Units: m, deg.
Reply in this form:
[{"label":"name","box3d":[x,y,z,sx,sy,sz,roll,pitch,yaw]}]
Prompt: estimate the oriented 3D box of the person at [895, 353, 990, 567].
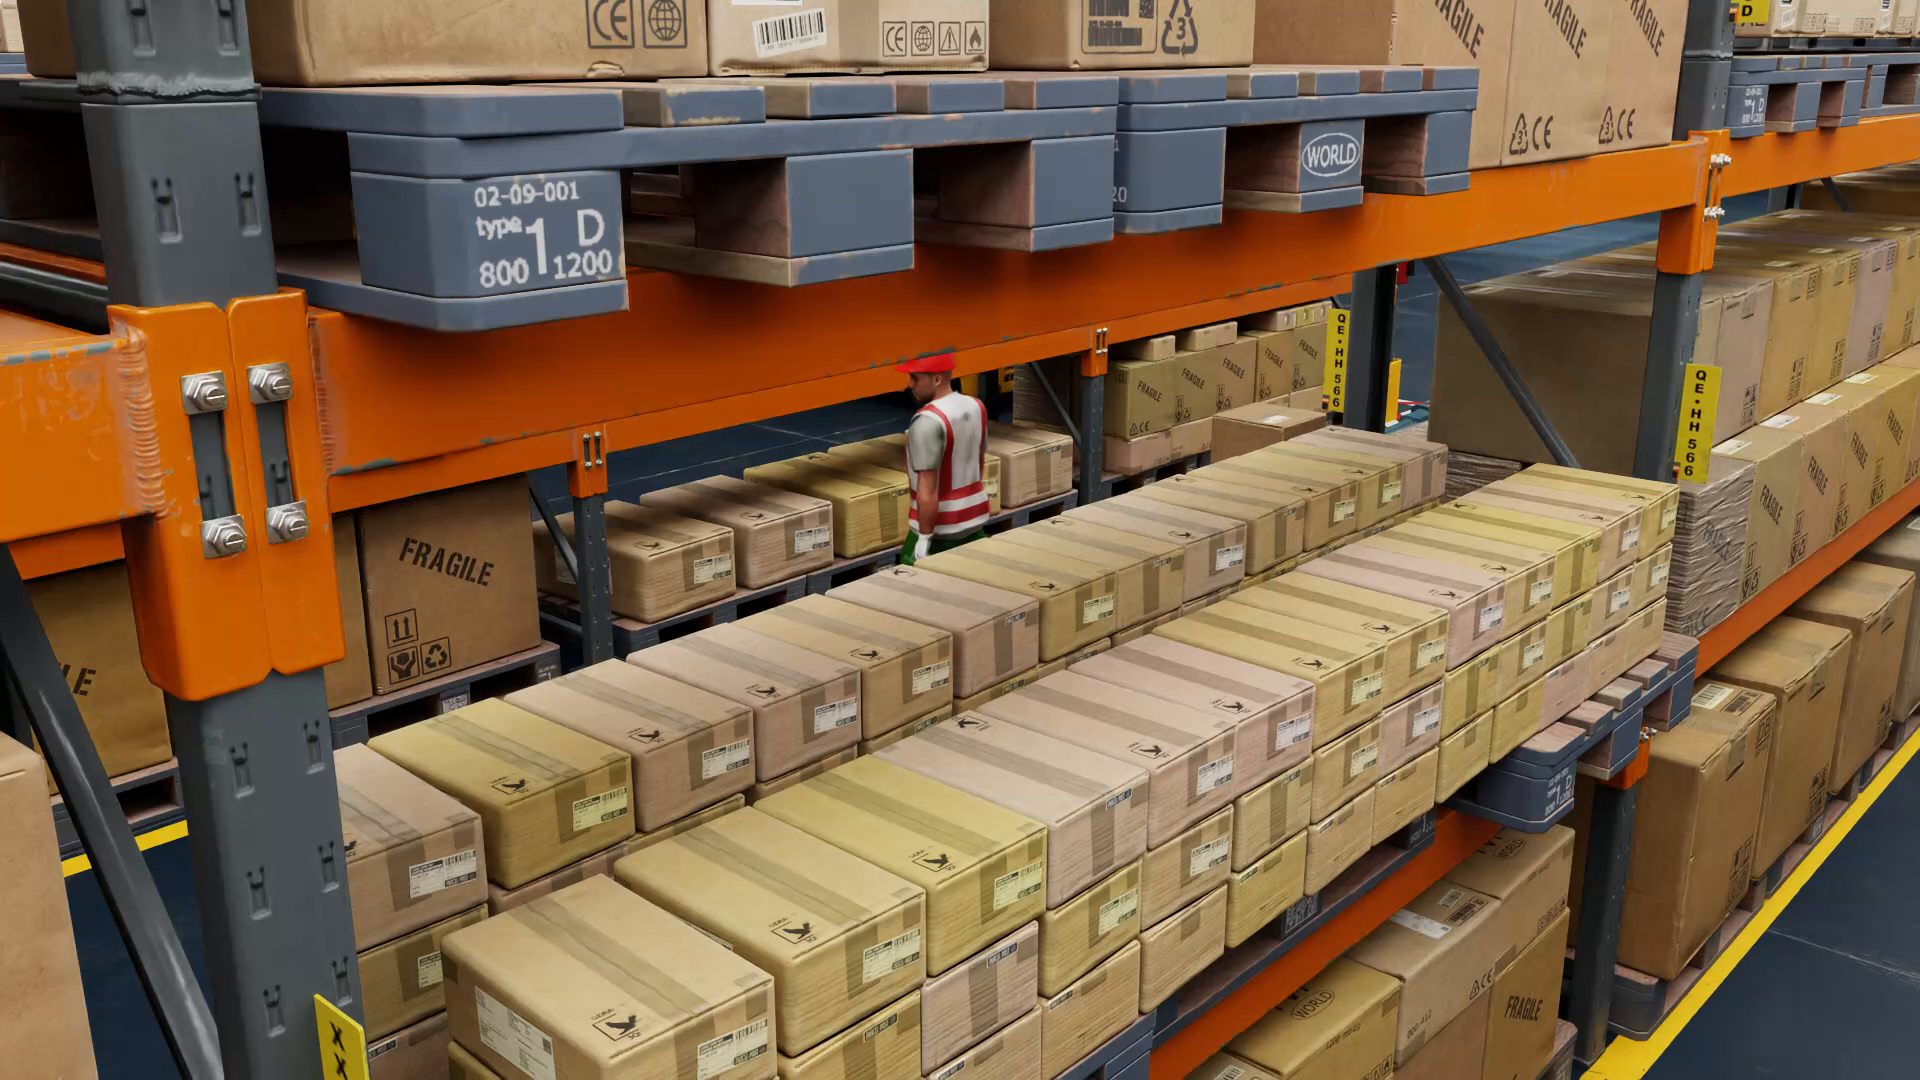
[{"label":"person","box3d":[-0.061,-0.064,7.767,0.842,1.772,0.648,14,22,38]}]
